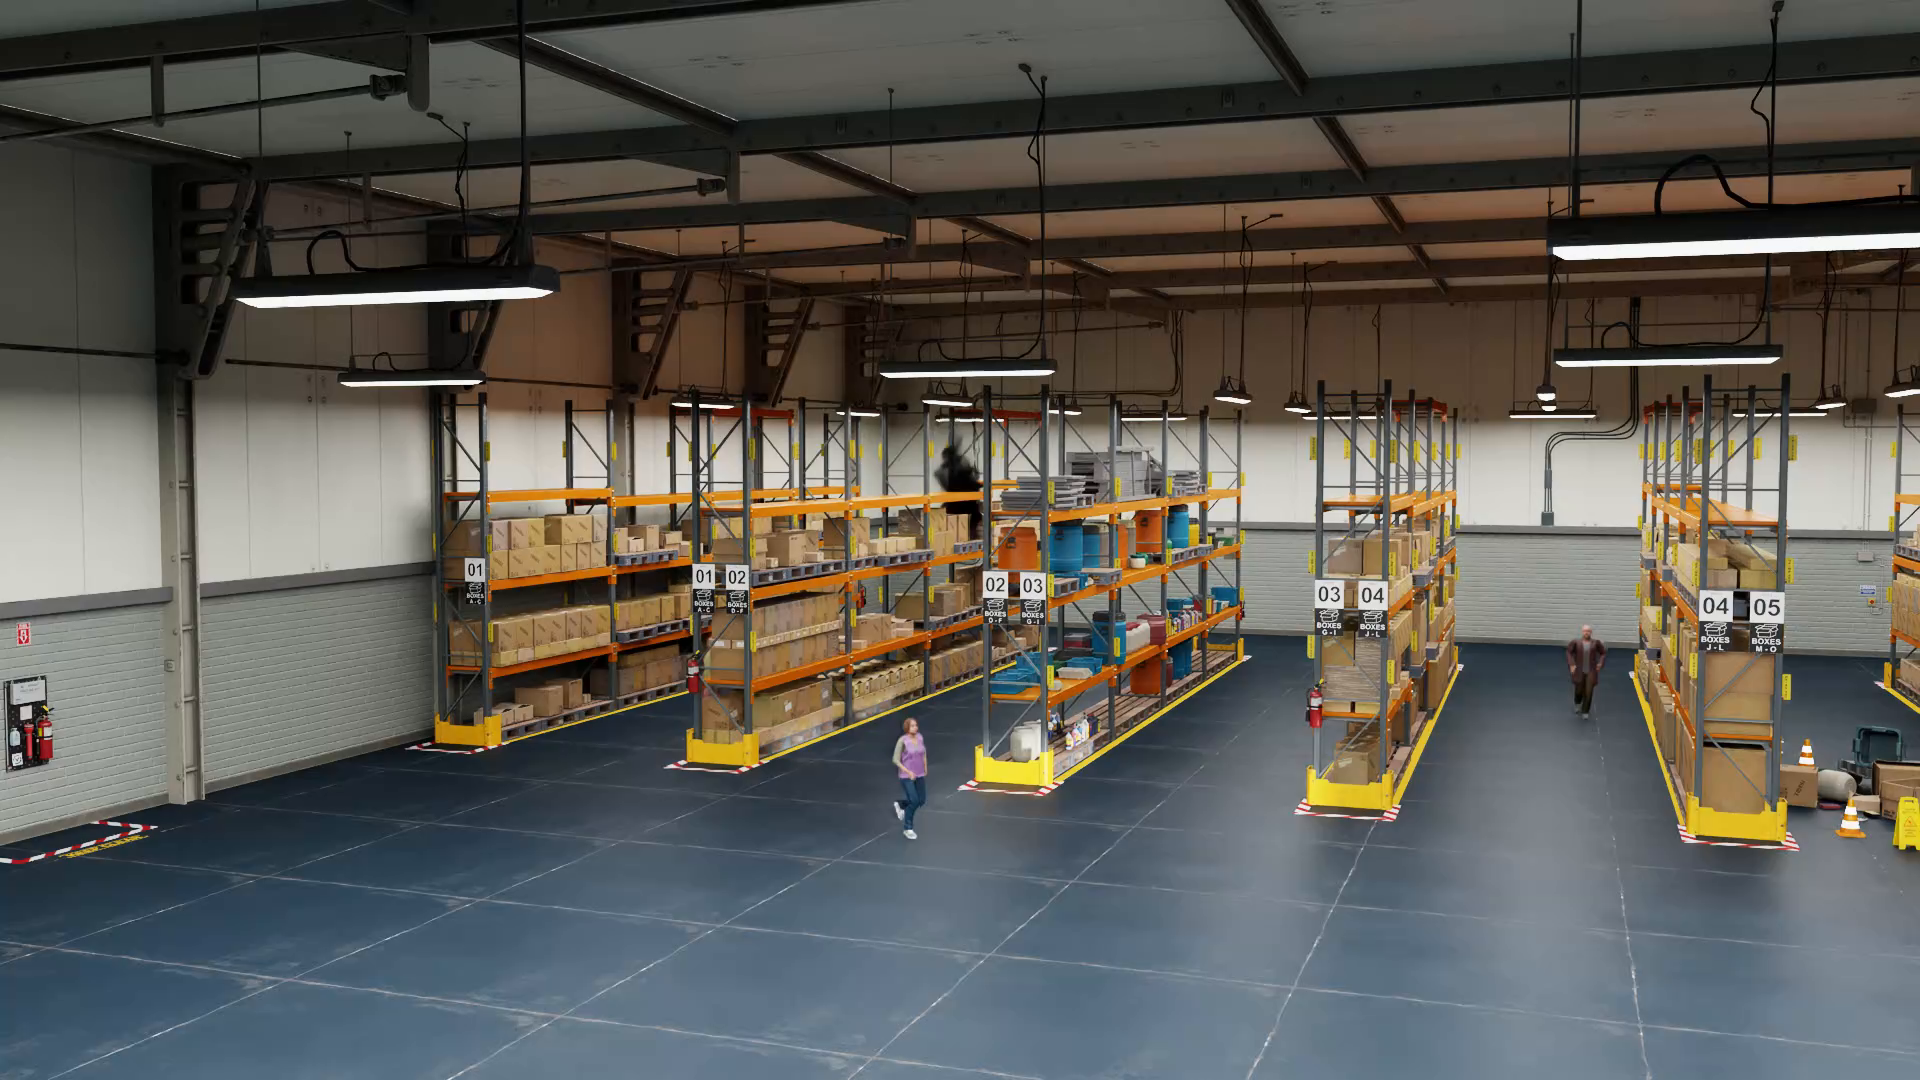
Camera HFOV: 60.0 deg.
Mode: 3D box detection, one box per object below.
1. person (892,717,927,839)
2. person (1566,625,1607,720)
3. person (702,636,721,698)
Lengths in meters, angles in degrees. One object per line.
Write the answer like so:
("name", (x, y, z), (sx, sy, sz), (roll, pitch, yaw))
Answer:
("person", (-0.664, 3.079, 21.654), (0.554, 1.573, 0.610), (-2, 4, -38))
("person", (11.769, 2.472, 31.244), (0.731, 1.750, 0.635), (1, 3, 18))
("person", (-4.484, 2.570, 30.329), (0.591, 1.667, 0.850), (1, 3, 19))
